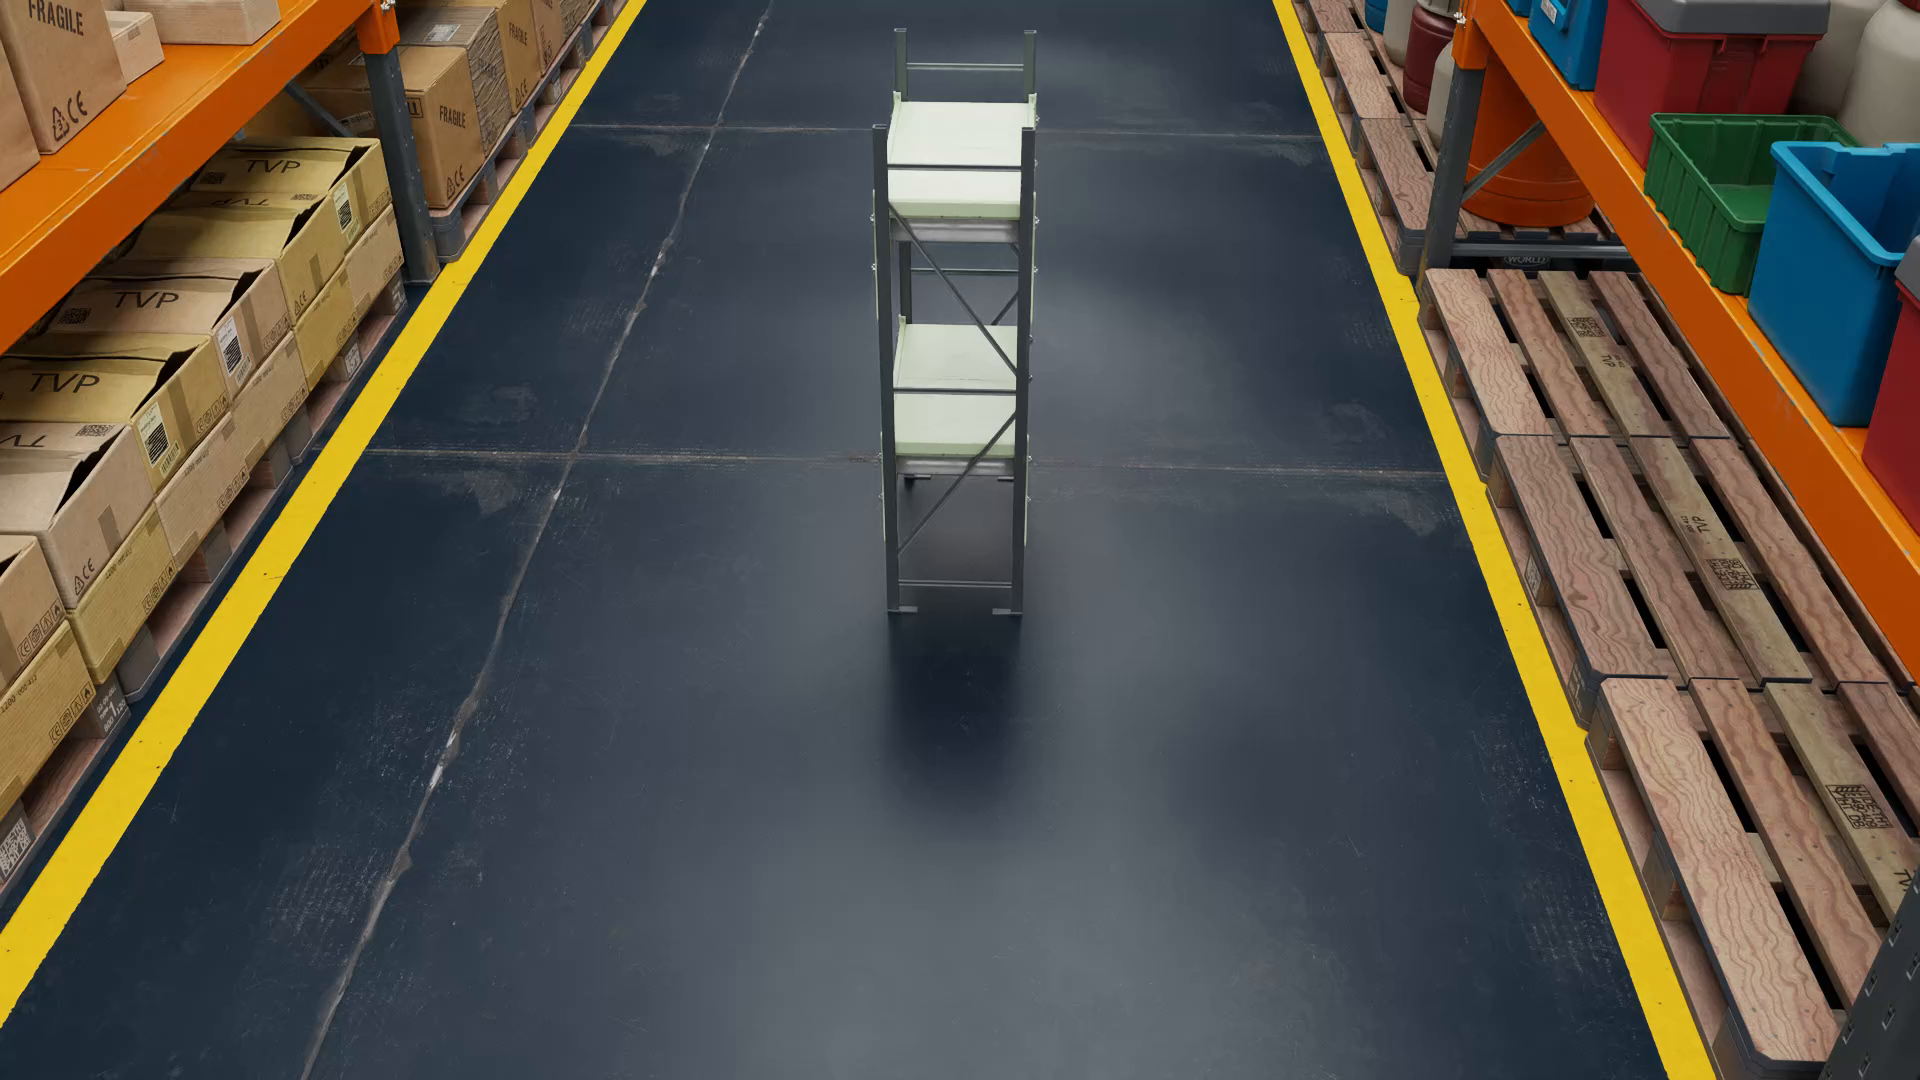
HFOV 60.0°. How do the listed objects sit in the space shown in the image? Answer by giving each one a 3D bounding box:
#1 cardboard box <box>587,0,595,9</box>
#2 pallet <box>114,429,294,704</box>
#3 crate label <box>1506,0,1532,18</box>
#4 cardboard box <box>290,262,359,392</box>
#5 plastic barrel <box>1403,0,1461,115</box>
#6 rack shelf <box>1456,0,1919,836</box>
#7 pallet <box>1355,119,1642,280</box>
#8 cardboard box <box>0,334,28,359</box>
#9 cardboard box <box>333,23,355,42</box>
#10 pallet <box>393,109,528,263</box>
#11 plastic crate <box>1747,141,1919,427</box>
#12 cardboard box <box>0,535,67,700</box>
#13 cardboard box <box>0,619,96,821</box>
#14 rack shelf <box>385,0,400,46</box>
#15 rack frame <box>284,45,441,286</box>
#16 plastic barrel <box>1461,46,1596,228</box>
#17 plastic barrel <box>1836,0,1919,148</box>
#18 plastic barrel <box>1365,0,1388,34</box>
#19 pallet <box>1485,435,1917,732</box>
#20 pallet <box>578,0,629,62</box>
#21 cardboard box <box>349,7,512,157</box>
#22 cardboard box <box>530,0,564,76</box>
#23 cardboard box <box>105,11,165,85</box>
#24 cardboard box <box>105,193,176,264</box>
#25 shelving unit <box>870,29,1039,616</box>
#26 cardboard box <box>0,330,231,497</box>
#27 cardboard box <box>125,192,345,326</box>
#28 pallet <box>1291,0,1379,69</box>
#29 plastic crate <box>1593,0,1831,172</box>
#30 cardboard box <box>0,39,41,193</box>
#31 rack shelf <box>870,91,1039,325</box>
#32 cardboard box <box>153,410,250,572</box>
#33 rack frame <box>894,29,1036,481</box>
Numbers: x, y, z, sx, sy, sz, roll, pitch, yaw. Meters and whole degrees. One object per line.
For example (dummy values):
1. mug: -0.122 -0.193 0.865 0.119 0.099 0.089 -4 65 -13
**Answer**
1. cardboard box: -2.227 -3.181 8.959 0.500 0.500 0.500 1 35 2
2. pallet: -2.750 0.012 5.049 1.003 0.211 1.213 1 35 2
3. crate label: 1.932 -1.881 5.464 0.303 0.233 0.416 1 35 2
4. cardboard box: -2.421 -0.743 5.724 0.500 0.250 0.500 1 35 1
5. plastic barrel: 2.371 -2.299 7.644 0.600 0.588 0.708 1 35 2
6. rack shelf: 2.243 -0.740 4.320 1.077 0.370 4.000 1 35 2
7. pallet: 2.313 -1.496 7.196 1.003 0.211 1.213 1 35 2
8. cardboard box: -2.996 -0.392 4.737 0.500 0.311 0.500 1 35 1
9. cardboard box: -2.825 -2.339 7.109 0.500 0.250 0.500 3 35 4
10. pallet: -2.558 -1.587 7.325 1.003 0.211 1.213 1 35 2
11. plastic crate: 1.896 -0.520 3.395 0.392 0.384 0.575 1 35 2
12. cardboard box: -2.496 0.203 3.891 0.500 0.311 0.500 1 35 1
13. cardboard box: -2.501 0.432 4.053 0.500 0.250 0.500 2 35 3
14. rack shelf: -2.546 -3.155 7.756 1.077 0.370 4.000 1 35 2
15. rack frame: -2.626 -2.300 5.914 1.000 3.000 0.127 1 35 2
16. plastic barrel: 2.326 -1.749 6.652 0.600 0.830 0.708 1 35 2
17. plastic barrel: 2.467 -1.156 4.167 0.433 0.535 0.433 0 35 0
18. plastic barrel: 2.416 -3.076 8.477 0.600 0.901 0.708 1 35 2
19. pallet: 2.201 0.101 4.923 1.003 0.211 1.213 1 35 2
20. pallet: -2.460 -2.989 9.319 1.003 0.211 1.213 1 35 2
21. cardboard box: -2.307 -2.013 7.297 0.500 0.500 0.500 0 35 0
22. cardboard box: -2.266 -2.601 8.134 0.500 0.500 0.500 0 35 0
23. cardboard box: -2.621 -1.463 4.942 0.380 0.149 0.250 4 35 5
24. cardboard box: -2.953 -0.980 5.574 0.500 0.311 0.500 1 35 1
25. shelving unit: 0.000 -0.610 4.813 0.431 1.500 0.755 1 35 2
26. cardboard box: -2.461 -0.393 4.739 0.500 0.311 0.500 2 35 3
27. cardboard box: -2.416 -0.971 5.561 0.500 0.311 0.500 1 35 1
28. pallet: 2.411 -2.898 9.190 1.003 0.211 1.213 1 35 2
29. plastic crate: 1.952 -1.288 4.419 0.402 0.464 0.583 1 35 2
30. cardboard box: -2.698 -1.074 4.082 0.500 0.500 0.500 1 35 2
31. rack shelf: 0.000 -0.929 4.589 0.431 0.370 0.720 1 35 2
32. cardboard box: -2.462 -0.158 4.892 0.500 0.250 0.500 2 35 3
33. rack frame: 0.014 -0.820 5.113 0.400 1.500 0.023 1 35 2
